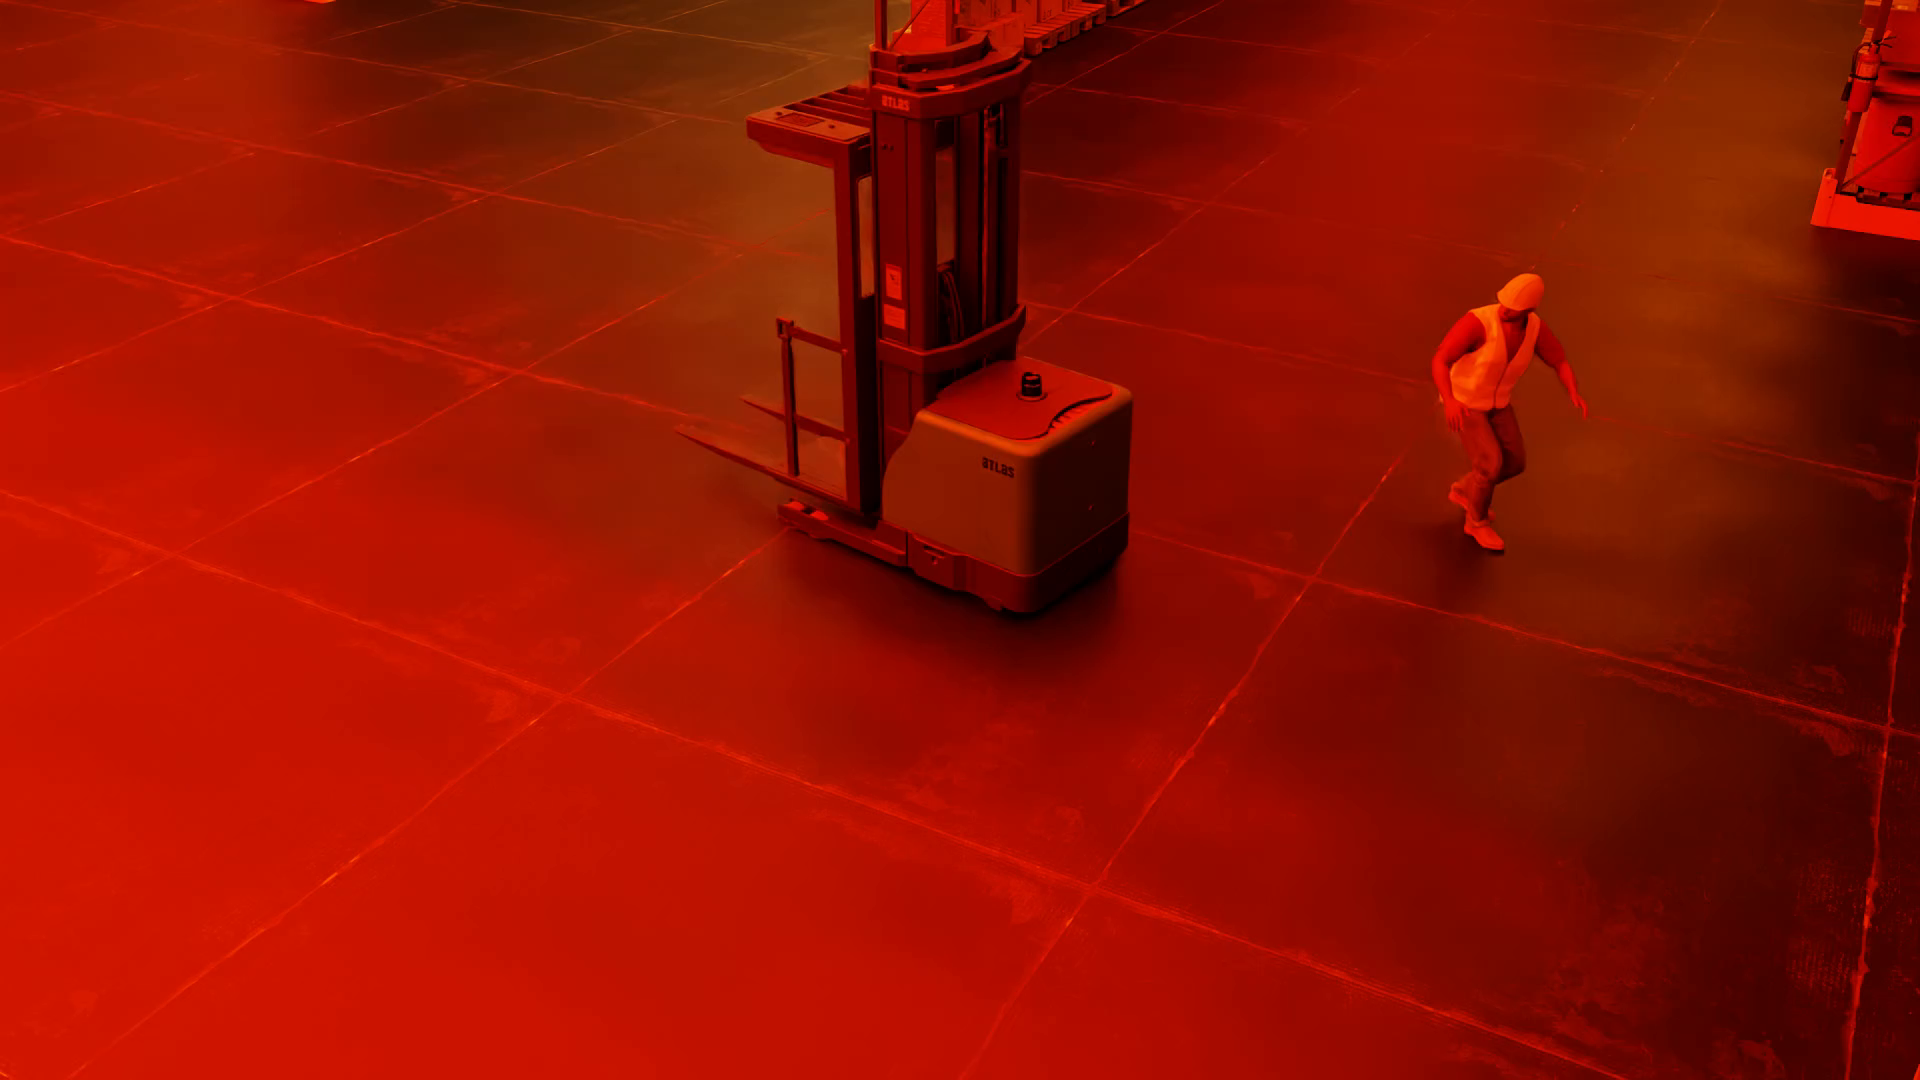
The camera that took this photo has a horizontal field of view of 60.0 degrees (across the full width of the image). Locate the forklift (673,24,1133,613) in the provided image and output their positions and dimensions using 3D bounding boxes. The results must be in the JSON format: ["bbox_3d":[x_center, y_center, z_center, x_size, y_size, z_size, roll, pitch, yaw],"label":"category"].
[{"bbox_3d":[-0.479,-1.459,9.598,3.031,2.935,1.130,22,36,33],"label":"forklift"}]

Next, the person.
[{"bbox_3d":[3.145,-0.736,9.610,0.874,1.656,0.749,-15,33,-25],"label":"person"}]
